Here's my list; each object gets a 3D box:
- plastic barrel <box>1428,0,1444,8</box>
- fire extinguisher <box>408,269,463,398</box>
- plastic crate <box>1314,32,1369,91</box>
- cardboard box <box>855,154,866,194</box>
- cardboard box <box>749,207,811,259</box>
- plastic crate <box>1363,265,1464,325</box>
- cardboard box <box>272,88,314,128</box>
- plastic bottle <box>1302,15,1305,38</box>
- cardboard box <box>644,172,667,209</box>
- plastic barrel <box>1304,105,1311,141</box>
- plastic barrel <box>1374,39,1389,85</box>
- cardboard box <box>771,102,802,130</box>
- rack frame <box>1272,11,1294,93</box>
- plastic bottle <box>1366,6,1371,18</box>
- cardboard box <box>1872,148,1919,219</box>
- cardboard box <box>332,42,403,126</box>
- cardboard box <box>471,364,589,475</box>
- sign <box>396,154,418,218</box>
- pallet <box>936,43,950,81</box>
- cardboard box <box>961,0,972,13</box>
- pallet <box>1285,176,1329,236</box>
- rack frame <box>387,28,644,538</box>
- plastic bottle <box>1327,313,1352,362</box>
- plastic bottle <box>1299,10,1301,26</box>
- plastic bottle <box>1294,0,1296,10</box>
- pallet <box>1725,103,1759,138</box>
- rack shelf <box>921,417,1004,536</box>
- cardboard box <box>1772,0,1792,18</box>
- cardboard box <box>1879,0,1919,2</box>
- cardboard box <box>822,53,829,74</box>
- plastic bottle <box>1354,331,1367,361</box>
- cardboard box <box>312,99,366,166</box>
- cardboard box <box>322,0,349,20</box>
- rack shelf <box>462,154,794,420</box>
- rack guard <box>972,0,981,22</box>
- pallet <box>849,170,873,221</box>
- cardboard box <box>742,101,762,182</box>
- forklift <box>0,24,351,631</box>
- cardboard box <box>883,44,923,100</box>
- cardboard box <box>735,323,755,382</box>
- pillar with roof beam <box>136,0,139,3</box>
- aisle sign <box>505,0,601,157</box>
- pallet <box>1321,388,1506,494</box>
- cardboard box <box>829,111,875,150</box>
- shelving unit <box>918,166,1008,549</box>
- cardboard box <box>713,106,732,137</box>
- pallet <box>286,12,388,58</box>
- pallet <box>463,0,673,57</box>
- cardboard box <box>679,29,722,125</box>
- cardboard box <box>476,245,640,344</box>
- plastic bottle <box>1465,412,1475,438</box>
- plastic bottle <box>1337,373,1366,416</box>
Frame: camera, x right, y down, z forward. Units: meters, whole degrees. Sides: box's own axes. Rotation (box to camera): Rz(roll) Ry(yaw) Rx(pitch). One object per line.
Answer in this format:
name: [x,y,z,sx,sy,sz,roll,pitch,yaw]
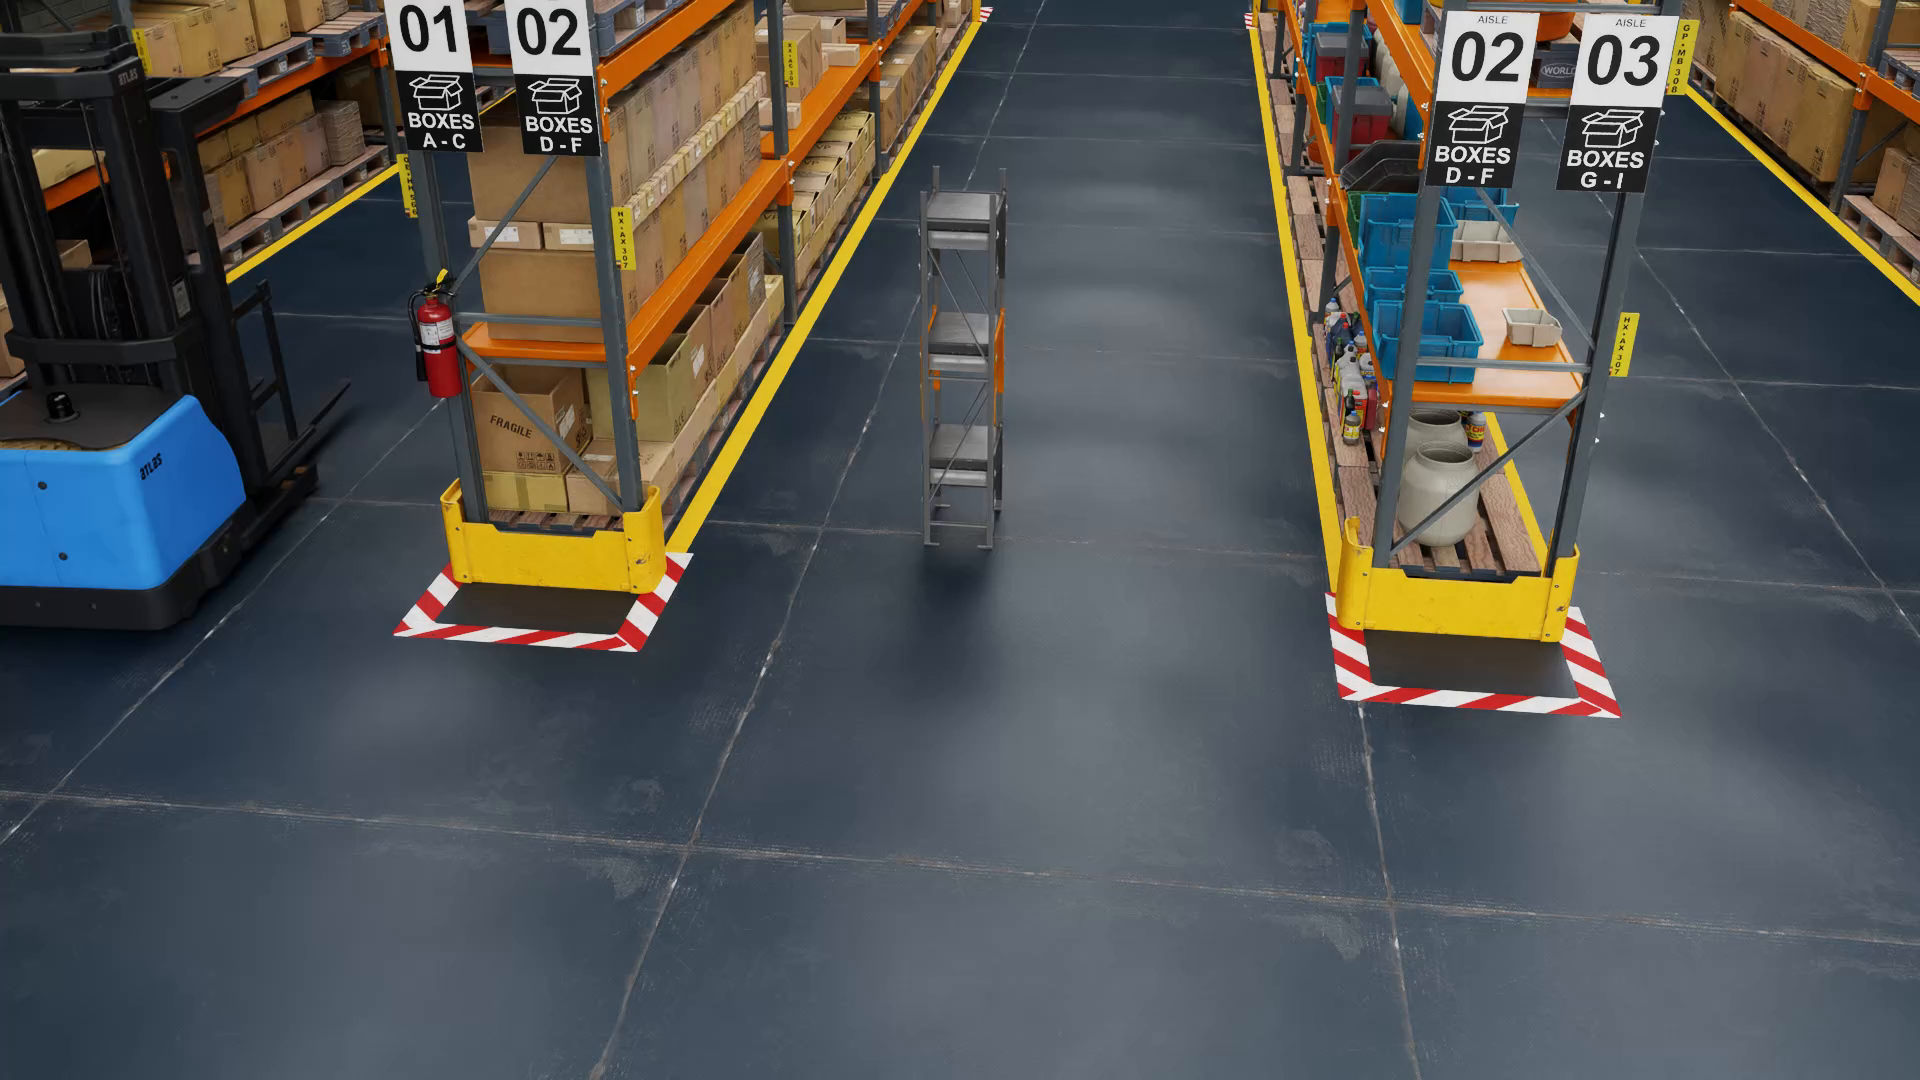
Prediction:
plastic barrel: [2.674,-2.989,8.331,0.600,0.588,0.600,0,28,0]
fire extinguisher: [-2.730,-1.083,8.680,0.296,0.674,0.183,3,28,6]
plastic crate: [3.139,-3.908,13.773,0.402,0.464,0.583,3,28,6]
cardboard box: [-1.157,-3.382,15.321,0.500,0.250,0.500,3,28,6]
cardboard box: [-1.467,-2.430,12.964,0.500,0.311,0.500,3,29,6]
plastic crate: [2.510,-1.349,9.249,0.499,0.251,0.408,3,28,6]
cardboard box: [-6.360,-4.015,15.421,0.500,0.250,0.500,4,29,7]
plastic bottle: [3.295,-4.895,15.796,0.061,0.283,0.133,3,28,6]
cardboard box: [-1.898,-2.008,9.526,0.380,0.149,0.250,3,28,5]
plastic barrel: [3.664,-4.214,16.590,0.421,0.512,0.421,0,28,0]
plastic barrel: [3.675,-3.977,13.851,0.421,0.512,0.421,0,28,0]
cardboard box: [-1.453,-3.324,13.022,0.380,0.149,0.250,3,28,6]
rack frame: [4.131,-6.505,18.662,1.000,3.000,0.127,3,28,6]
plastic bottle: [4.185,-5.405,16.752,0.152,0.276,0.135,3,28,6]
cardboard box: [8.494,-3.111,14.534,0.700,0.500,0.500,2,28,4]
cardboard box: [-5.971,-4.775,17.274,0.750,0.750,0.750,3,28,6]
cardboard box: [-2.484,-0.720,9.590,0.500,0.500,0.500,3,28,6]
sign: [-2.792,-1.798,8.455,0.100,0.325,0.005,3,28,6]
pallet: [-0.699,-5.890,20.461,1.003,0.211,1.213,3,28,6]
cardboard box: [-0.117,-7.501,22.681,0.500,0.500,0.500,3,28,6]
pallet: [3.507,-3.032,15.156,1.003,0.211,1.213,3,28,6]
rack frame: [-2.255,-1.146,8.715,1.000,3.000,0.127,3,28,6]
plastic bottle: [2.640,-1.411,11.536,0.144,0.351,0.185,4,29,8]
plastic bottle: [3.387,-5.141,16.339,0.097,0.201,0.097,0,28,0]
plastic bottle: [3.507,-5.576,16.990,0.144,0.351,0.185,3,28,6]
pallet: [9.027,-4.622,18.107,1.003,0.211,1.213,3,28,6]
rack shelf: [0.020,-0.374,9.735,0.431,0.518,0.480,3,28,6]
cardboard box: [8.620,-5.587,16.853,0.500,0.500,0.500,3,28,5]
cardboard box: [8.662,-5.163,15.008,0.797,0.503,0.637,4,29,8]
cardboard box: [-1.375,-4.198,14.644,0.380,0.149,0.250,5,29,10]
plastic bottle: [2.742,-1.301,11.415,0.097,0.271,0.097,0,28,0]
cardboard box: [-6.228,-3.949,16.090,0.700,0.500,0.500,4,29,7]
cardboard box: [-6.239,-5.214,15.696,0.700,0.500,0.500,0,28,0]
rack shelf: [-2.010,-1.771,10.633,1.077,0.370,4.000,3,28,6]
rack guard: [-0.304,-7.541,23.221,1.175,0.500,0.348,3,28,6]
pallet: [-1.414,-3.299,15.651,1.003,0.211,1.213,3,28,6]
cardboard box: [-1.813,-2.864,11.798,0.700,0.500,0.500,3,28,5]
forklift: [-4.570,-1.481,9.409,1.130,2.935,3.031,2,28,3]
cardboard box: [-0.691,-5.171,18.357,0.500,0.500,0.500,4,29,7]
cardboard box: [-1.722,-1.301,11.459,0.500,0.250,0.500,3,28,6]
pillar with roof beam: [-2.937,-7.027,13.306,9.100,9.000,0.400,3,28,6]
aisle sign: [-1.959,-2.242,8.008,0.394,0.787,0.004,3,28,6]
pallet: [2.880,-0.622,10.682,1.003,0.211,1.213,3,28,6]
cardboard box: [-1.094,-3.872,15.640,0.500,0.311,0.500,4,29,8]
shelving unit: [0.020,-1.002,9.397,0.431,2.100,0.503,3,28,6]
cardboard box: [-1.712,-2.739,10.883,0.380,0.149,0.250,3,28,6]
pallet: [-6.173,-4.772,15.647,1.213,0.211,1.003,3,28,6]
pallet: [-2.143,-2.759,8.639,1.003,0.211,1.213,3,28,6]
cardboard box: [-1.936,-2.961,10.611,0.700,0.500,0.500,3,28,6]
cardboard box: [-2.185,-1.409,9.098,0.700,0.500,0.500,3,28,6]
plastic bottle: [3.205,-0.702,10.378,0.097,0.201,0.097,0,28,0]
plastic bottle: [2.526,-0.923,10.709,0.152,0.276,0.135,3,28,5]
